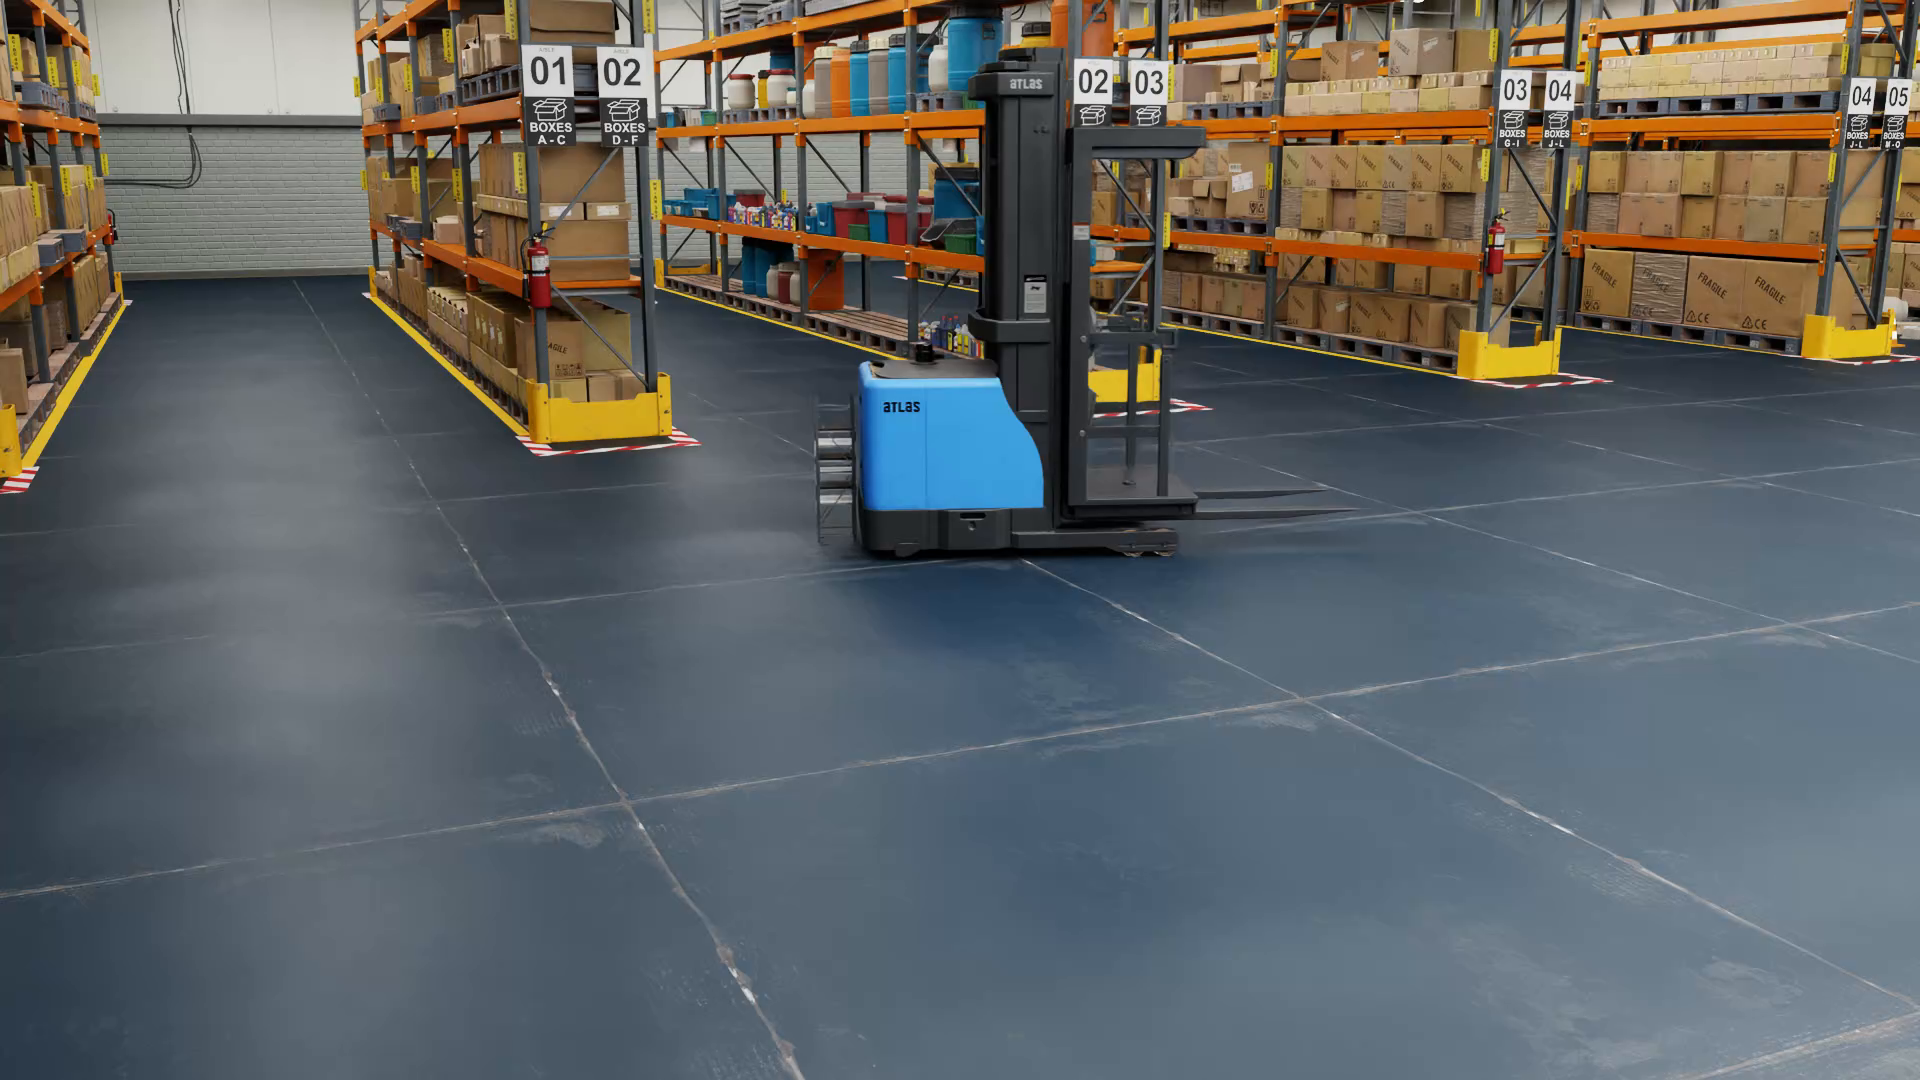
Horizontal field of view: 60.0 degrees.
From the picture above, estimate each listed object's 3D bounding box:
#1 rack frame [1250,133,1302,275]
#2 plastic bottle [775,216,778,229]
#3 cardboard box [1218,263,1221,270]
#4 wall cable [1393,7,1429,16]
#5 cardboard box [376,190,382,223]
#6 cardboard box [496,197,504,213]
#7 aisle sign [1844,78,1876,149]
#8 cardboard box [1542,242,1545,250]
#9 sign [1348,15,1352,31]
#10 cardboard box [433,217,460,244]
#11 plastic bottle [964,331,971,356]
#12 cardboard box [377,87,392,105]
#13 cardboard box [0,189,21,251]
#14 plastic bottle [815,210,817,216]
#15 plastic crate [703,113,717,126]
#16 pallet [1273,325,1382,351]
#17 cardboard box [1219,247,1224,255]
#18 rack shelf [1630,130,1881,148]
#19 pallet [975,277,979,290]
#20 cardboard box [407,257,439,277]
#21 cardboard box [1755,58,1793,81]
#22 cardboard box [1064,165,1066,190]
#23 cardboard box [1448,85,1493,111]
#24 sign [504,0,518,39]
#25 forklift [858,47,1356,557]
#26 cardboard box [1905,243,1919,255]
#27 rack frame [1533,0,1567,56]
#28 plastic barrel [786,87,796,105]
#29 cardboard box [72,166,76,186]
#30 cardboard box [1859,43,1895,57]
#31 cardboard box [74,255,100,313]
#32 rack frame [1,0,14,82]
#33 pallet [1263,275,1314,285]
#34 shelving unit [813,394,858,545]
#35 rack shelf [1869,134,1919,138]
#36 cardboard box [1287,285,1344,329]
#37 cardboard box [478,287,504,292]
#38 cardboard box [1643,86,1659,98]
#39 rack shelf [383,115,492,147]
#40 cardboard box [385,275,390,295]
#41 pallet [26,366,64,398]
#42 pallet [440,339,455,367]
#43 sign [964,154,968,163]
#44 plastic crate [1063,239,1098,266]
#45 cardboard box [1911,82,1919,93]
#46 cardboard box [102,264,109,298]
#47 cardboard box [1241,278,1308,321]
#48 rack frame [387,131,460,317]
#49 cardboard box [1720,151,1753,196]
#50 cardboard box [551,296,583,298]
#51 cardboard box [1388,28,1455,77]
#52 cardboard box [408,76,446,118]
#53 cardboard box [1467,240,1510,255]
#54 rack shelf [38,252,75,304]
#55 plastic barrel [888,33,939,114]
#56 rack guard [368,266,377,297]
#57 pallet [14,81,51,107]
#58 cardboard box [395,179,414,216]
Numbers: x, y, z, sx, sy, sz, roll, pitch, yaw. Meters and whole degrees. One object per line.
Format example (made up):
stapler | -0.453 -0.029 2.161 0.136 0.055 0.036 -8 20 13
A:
rack frame | 5.786 -6.153 30.302 1.000 3.000 0.127 -6 14 -23
plastic bottle | -2.605 -4.574 23.921 0.097 0.201 0.097 0 13 0
cardboard box | 5.130 -5.194 31.551 0.380 0.149 0.250 -6 14 -24
wall cable | 12.137 -14.810 42.069 2.988 3.039 0.133 -6 14 -23
cardboard box | -8.935 -5.278 26.300 0.500 0.500 0.500 -5 14 -22
cardboard box | -4.223 -3.205 15.904 0.380 0.149 0.250 -6 14 -25
aisle sign | 10.347 -4.898 19.116 0.394 0.787 0.004 -6 14 -23
cardboard box | 10.972 -5.483 31.191 0.875 0.875 0.875 -5 14 -21
sign | 8.168 -10.853 34.884 0.100 0.325 0.005 -6 14 -23
cardboard box | -6.094 -3.760 20.159 0.500 0.311 0.500 -6 14 -24
plastic bottle | 0.131 -2.180 18.035 0.144 0.351 0.185 -5 14 -21
cardboard box | -8.321 -6.539 24.544 0.500 0.250 0.500 -6 14 -23
cardboard box | -8.131 -2.648 13.784 0.500 0.500 0.500 -5 14 -21
plastic bottle | -2.096 -4.773 24.625 0.097 0.271 0.097 0 13 0
plastic crate | -3.784 -6.697 26.469 0.450 0.188 0.662 -6 14 -23
pallet | 4.707 -2.579 21.044 1.003 0.211 1.213 -6 14 -23
cardboard box | 5.128 -5.469 31.419 0.380 0.149 0.250 -5 14 -21
rack shelf | 12.685 -6.492 26.711 1.077 0.370 4.000 -6 14 -23
pallet | 0.968 -4.531 29.480 1.003 0.211 1.213 -6 14 -23
cardboard box | -7.305 -3.761 22.874 0.500 0.250 0.500 -6 14 -24
cardboard box | 9.941 -5.639 19.951 0.500 0.250 0.500 -6 14 -23
cardboard box | 1.992 -5.862 26.599 0.797 0.503 0.637 -5 14 -21
cardboard box | 5.582 -4.711 17.754 0.500 0.250 0.500 -5 14 -22
sign | -3.573 -4.161 13.253 0.100 0.325 0.005 -6 14 -23
forklift | 0.895 -1.443 10.105 3.031 2.935 1.130 -1 13 -5
cardboard box | 13.788 -4.175 23.823 0.380 0.149 0.250 -5 14 -20
rack frame | 13.225 -10.819 37.159 1.000 3.000 0.127 -6 14 -23
plastic barrel | -2.299 -6.259 23.483 0.301 0.262 0.301 0 13 0
cardboard box | -11.388 -4.562 20.838 0.500 0.250 0.500 -6 14 -24
cardboard box | 10.751 -5.752 19.554 0.380 0.149 0.250 -5 14 -22
cardboard box | -12.035 -3.418 22.323 0.750 0.750 0.750 -5 14 -22
rack frame | -9.210 -5.653 14.839 1.000 3.000 0.127 -6 14 -23
pallet | 6.099 -4.634 29.922 1.003 0.211 1.213 -6 14 -23
shelving unit | -0.768 -0.433 10.244 0.258 0.900 0.210 -1 13 -5
rack shelf | 17.231 -6.941 28.651 1.077 0.370 4.000 -6 14 -23
cardboard box | 4.529 -2.973 21.177 0.500 0.500 0.500 -6 14 -25
cardboard box | -5.625 -2.951 20.390 0.500 0.311 0.500 -6 14 -24
cardboard box | 9.129 -5.830 21.657 0.380 0.149 0.250 -6 14 -24
rack shelf | -7.076 -5.529 22.551 1.077 0.370 4.000 -6 14 -23
cardboard box | -8.666 -3.983 25.915 0.500 0.311 0.500 -6 14 -23
pallet | -9.523 -1.533 16.525 1.003 0.211 1.213 -6 14 -23
pallet | -5.496 -2.221 19.500 1.003 0.211 1.213 -6 14 -23
sign | 0.101 -7.278 32.069 0.100 0.325 0.005 -6 14 -23
plastic crate | 0.995 -2.803 16.158 0.499 0.251 0.616 -6 14 -23
cardboard box | 13.622 -6.438 23.669 0.380 0.149 0.250 -6 14 -23
cardboard box | -13.445 -3.958 25.430 0.700 0.500 0.500 -6 14 -23
cardboard box | 4.179 -3.198 22.104 0.700 0.500 0.500 -7 15 -27
rack frame | -7.877 -4.832 24.594 1.000 3.000 0.127 -6 14 -23
cardboard box | 10.075 -4.586 20.806 0.875 0.550 0.550 -6 14 -23
cardboard box | -4.097 -2.229 16.851 0.500 0.500 0.500 -6 14 -23
cardboard box | 5.155 -5.442 18.590 0.500 0.500 0.500 -6 14 -23
cardboard box | -6.481 -5.602 21.050 0.910 0.500 0.500 -6 14 -23
cardboard box | 5.705 -3.164 17.947 0.380 0.149 0.250 -6 14 -23
rack shelf | -10.011 -2.793 17.382 1.077 0.370 4.000 -6 14 -23
plastic barrel | -0.535 -5.417 19.357 0.600 0.901 0.708 -6 14 -23
rack guard | -9.449 -4.425 28.379 1.175 0.500 0.348 -6 14 -23
pallet | -9.360 -4.238 15.792 1.213 0.211 1.003 -6 14 -23
cardboard box | -7.559 -4.831 23.436 0.700 0.500 0.500 -3 13 -14
